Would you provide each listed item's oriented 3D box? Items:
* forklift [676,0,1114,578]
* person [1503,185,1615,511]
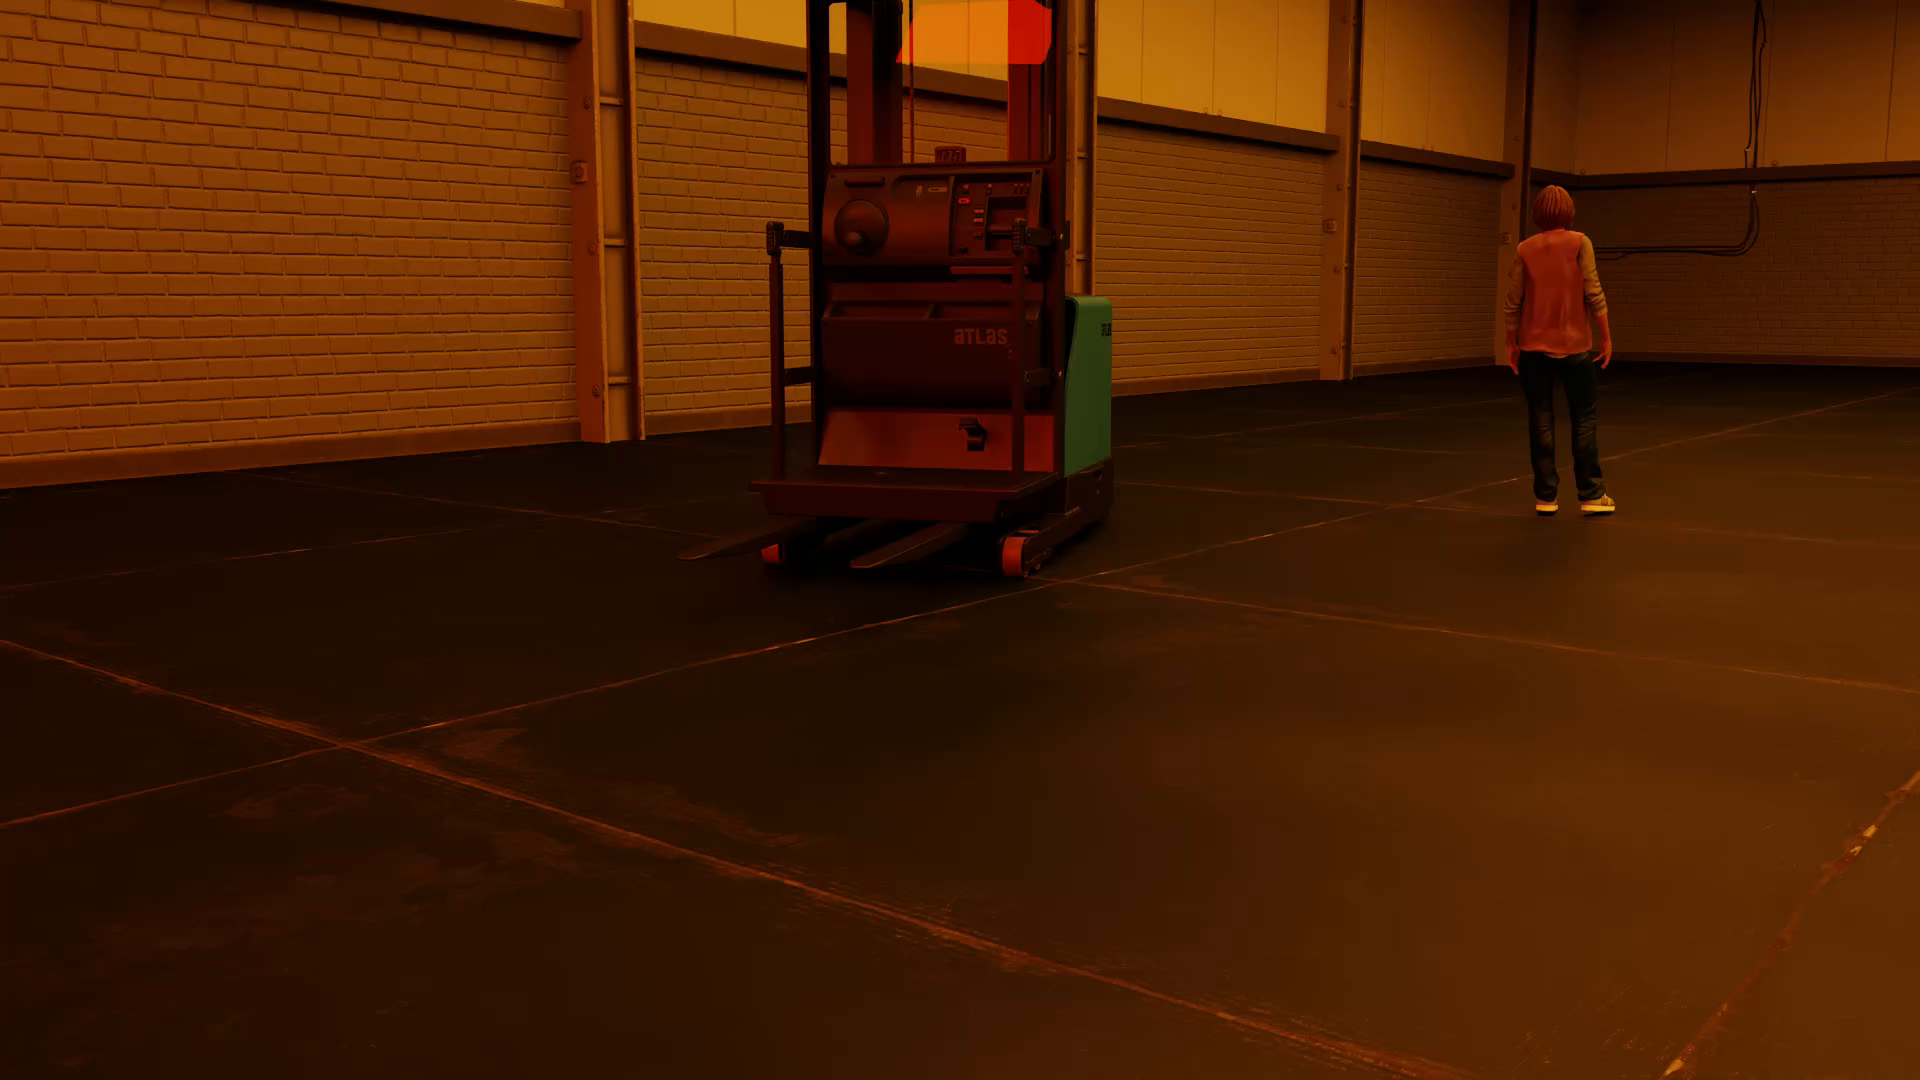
[{"bbox_3d":[-0.176,-1.366,6.616,1.130,2.935,3.031,3,9,17],"label":"forklift"},{"bbox_3d":[2.967,-0.930,8.205,0.521,1.593,0.474,5,10,33],"label":"person"}]
